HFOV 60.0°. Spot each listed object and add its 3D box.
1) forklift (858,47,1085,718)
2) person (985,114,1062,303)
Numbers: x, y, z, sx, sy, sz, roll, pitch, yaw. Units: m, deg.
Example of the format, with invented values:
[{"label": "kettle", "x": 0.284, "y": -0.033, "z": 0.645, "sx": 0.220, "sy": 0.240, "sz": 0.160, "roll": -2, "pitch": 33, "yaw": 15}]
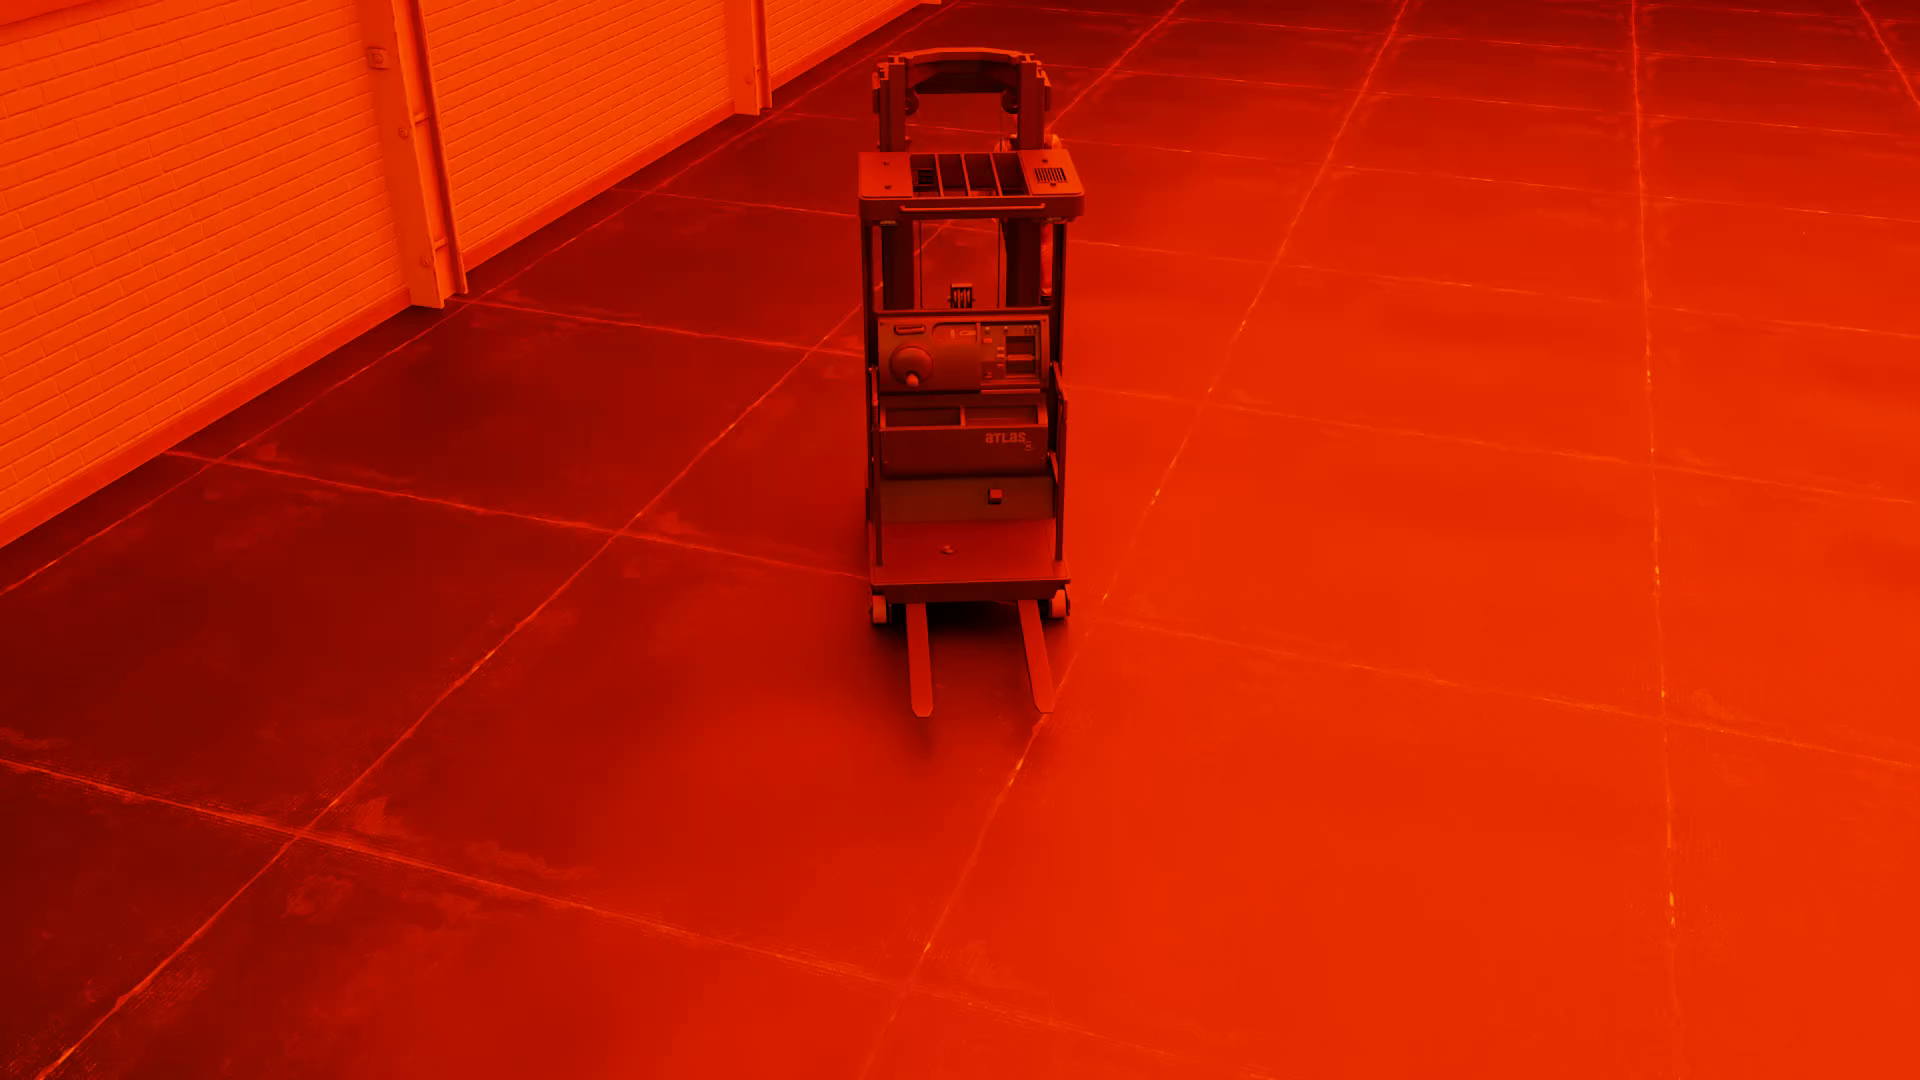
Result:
[{"label": "forklift", "x": 0.035, "y": -0.972, "z": 8.842, "sx": 1.130, "sy": 2.935, "sz": 3.031, "roll": -2, "pitch": 30, "yaw": -3}, {"label": "person", "x": 0.497, "y": -2.613, "z": 12.931, "sx": 0.636, "sy": 1.721, "sz": 0.576, "roll": -6, "pitch": 30, "yaw": -11}]
